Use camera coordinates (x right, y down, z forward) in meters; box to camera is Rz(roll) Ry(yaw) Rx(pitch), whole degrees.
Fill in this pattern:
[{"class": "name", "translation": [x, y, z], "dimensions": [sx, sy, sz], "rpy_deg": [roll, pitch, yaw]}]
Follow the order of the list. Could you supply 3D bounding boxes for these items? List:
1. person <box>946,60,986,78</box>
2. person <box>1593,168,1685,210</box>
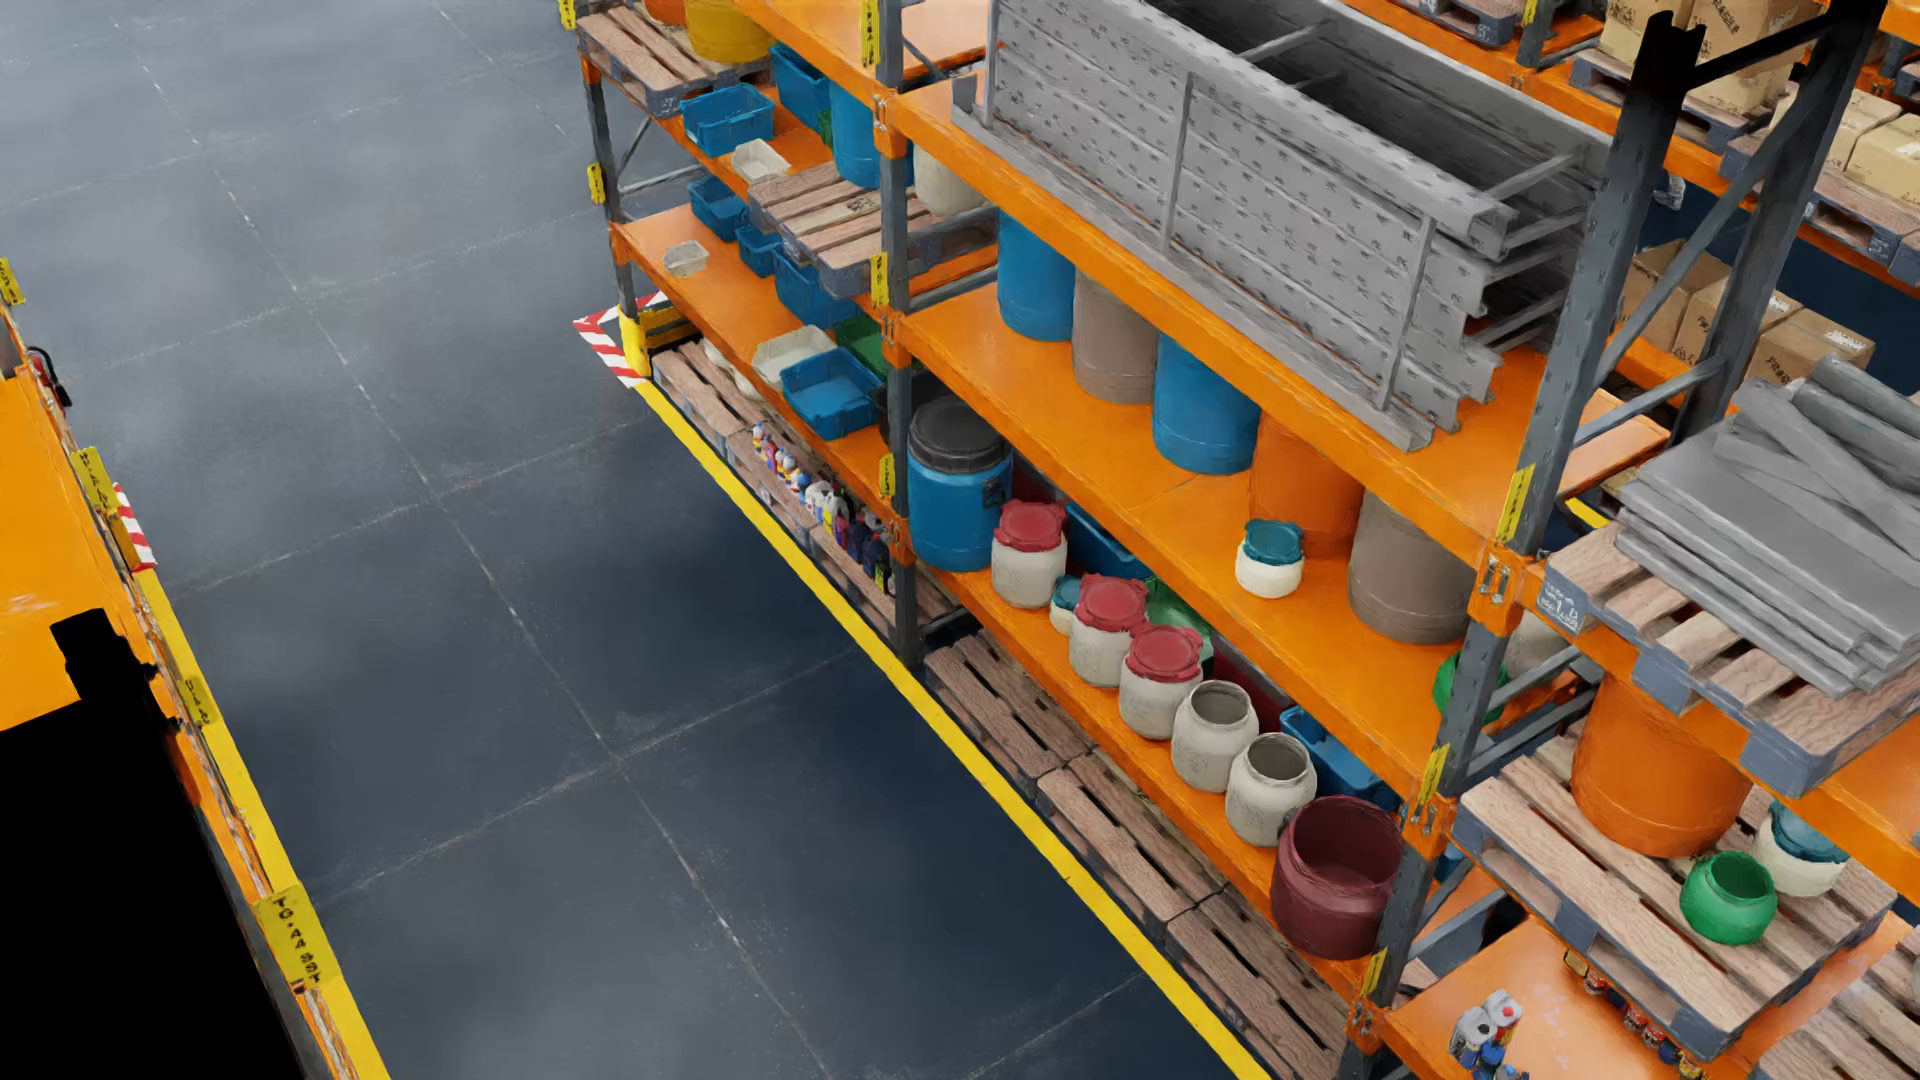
[{"class": "person", "translation": [0.076, -3.887, 14.698], "dimensions": [0.730, 1.727, 0.670], "rpy_deg": [25, 48, 25]}, {"class": "person", "translation": [6.062, -3.696, 14.494], "dimensions": [0.835, 1.711, 0.704], "rpy_deg": [28, 49, 27]}]
